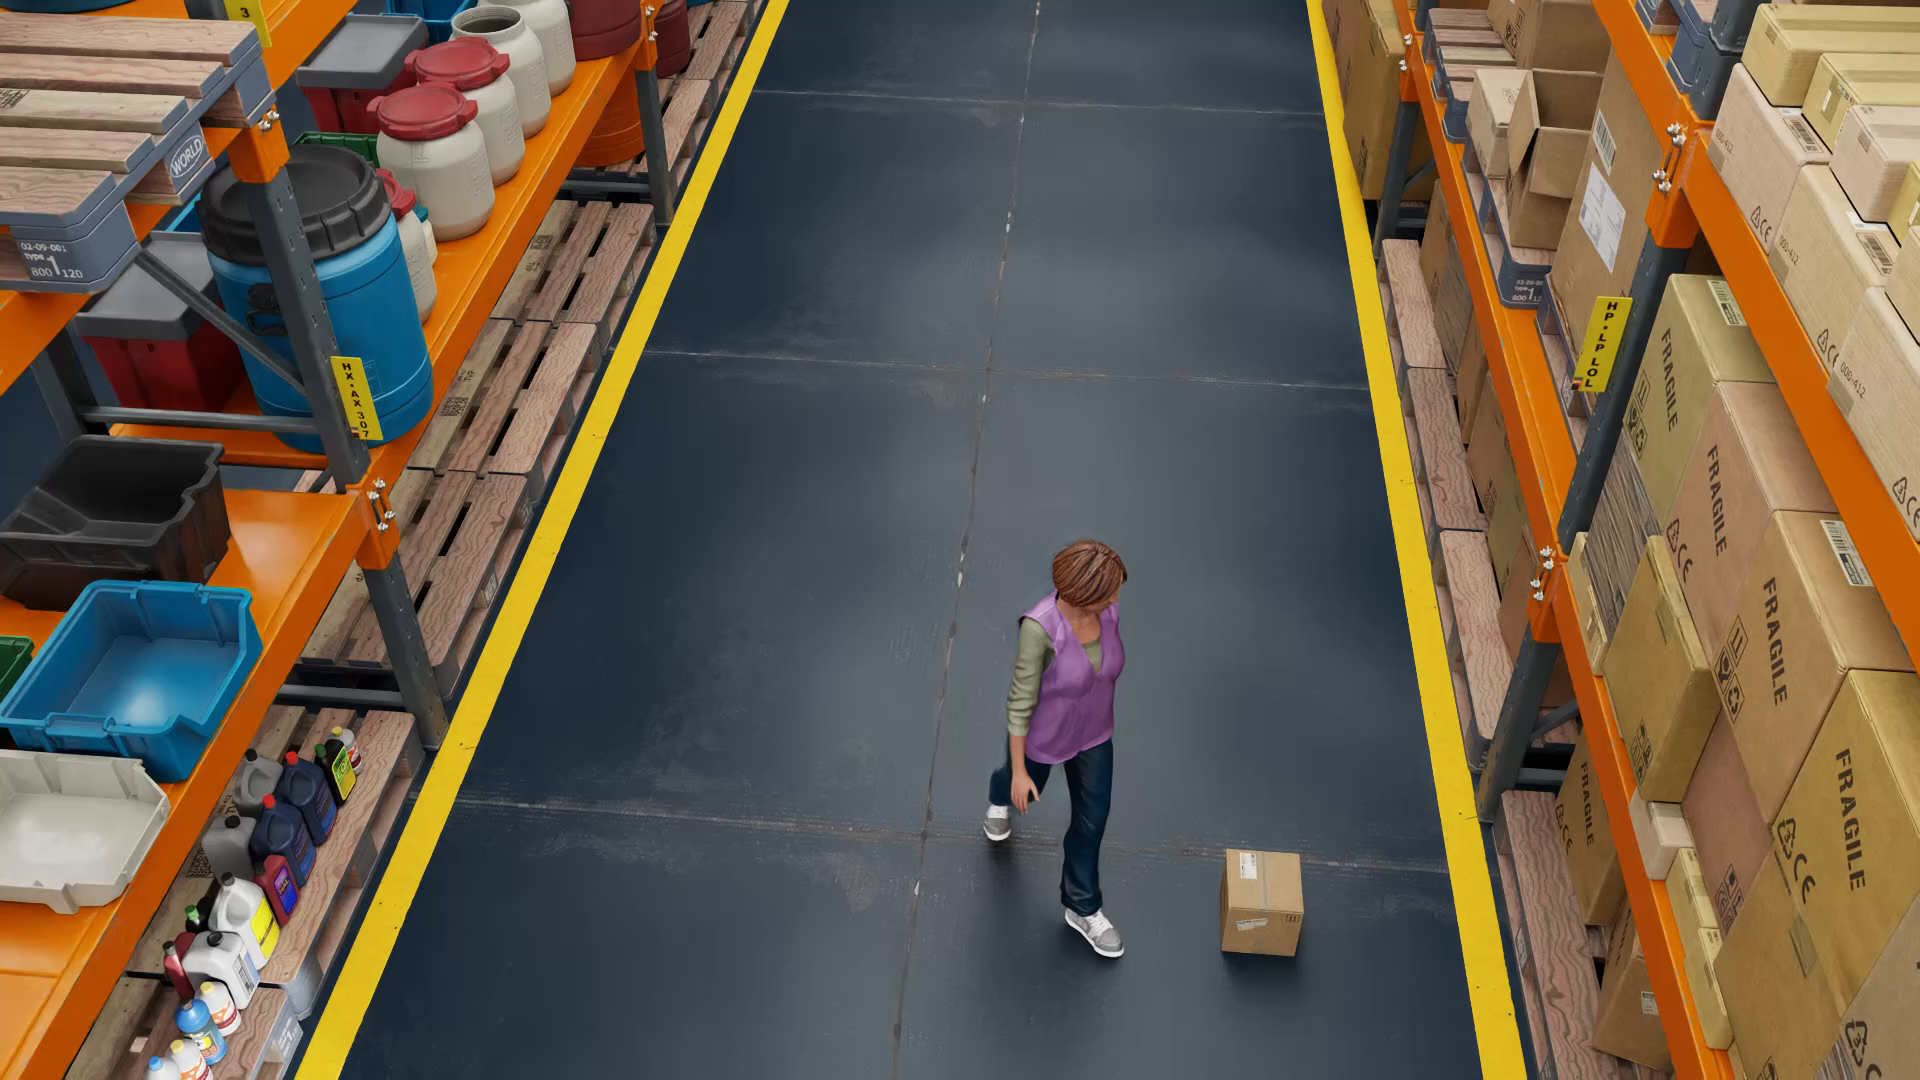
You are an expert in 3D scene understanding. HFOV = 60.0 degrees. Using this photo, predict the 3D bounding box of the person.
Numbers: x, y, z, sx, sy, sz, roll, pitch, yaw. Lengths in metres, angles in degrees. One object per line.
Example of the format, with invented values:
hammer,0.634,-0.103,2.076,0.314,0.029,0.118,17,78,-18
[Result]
person,0.306,0.628,5.436,0.482,1.552,0.827,-18,44,-20
